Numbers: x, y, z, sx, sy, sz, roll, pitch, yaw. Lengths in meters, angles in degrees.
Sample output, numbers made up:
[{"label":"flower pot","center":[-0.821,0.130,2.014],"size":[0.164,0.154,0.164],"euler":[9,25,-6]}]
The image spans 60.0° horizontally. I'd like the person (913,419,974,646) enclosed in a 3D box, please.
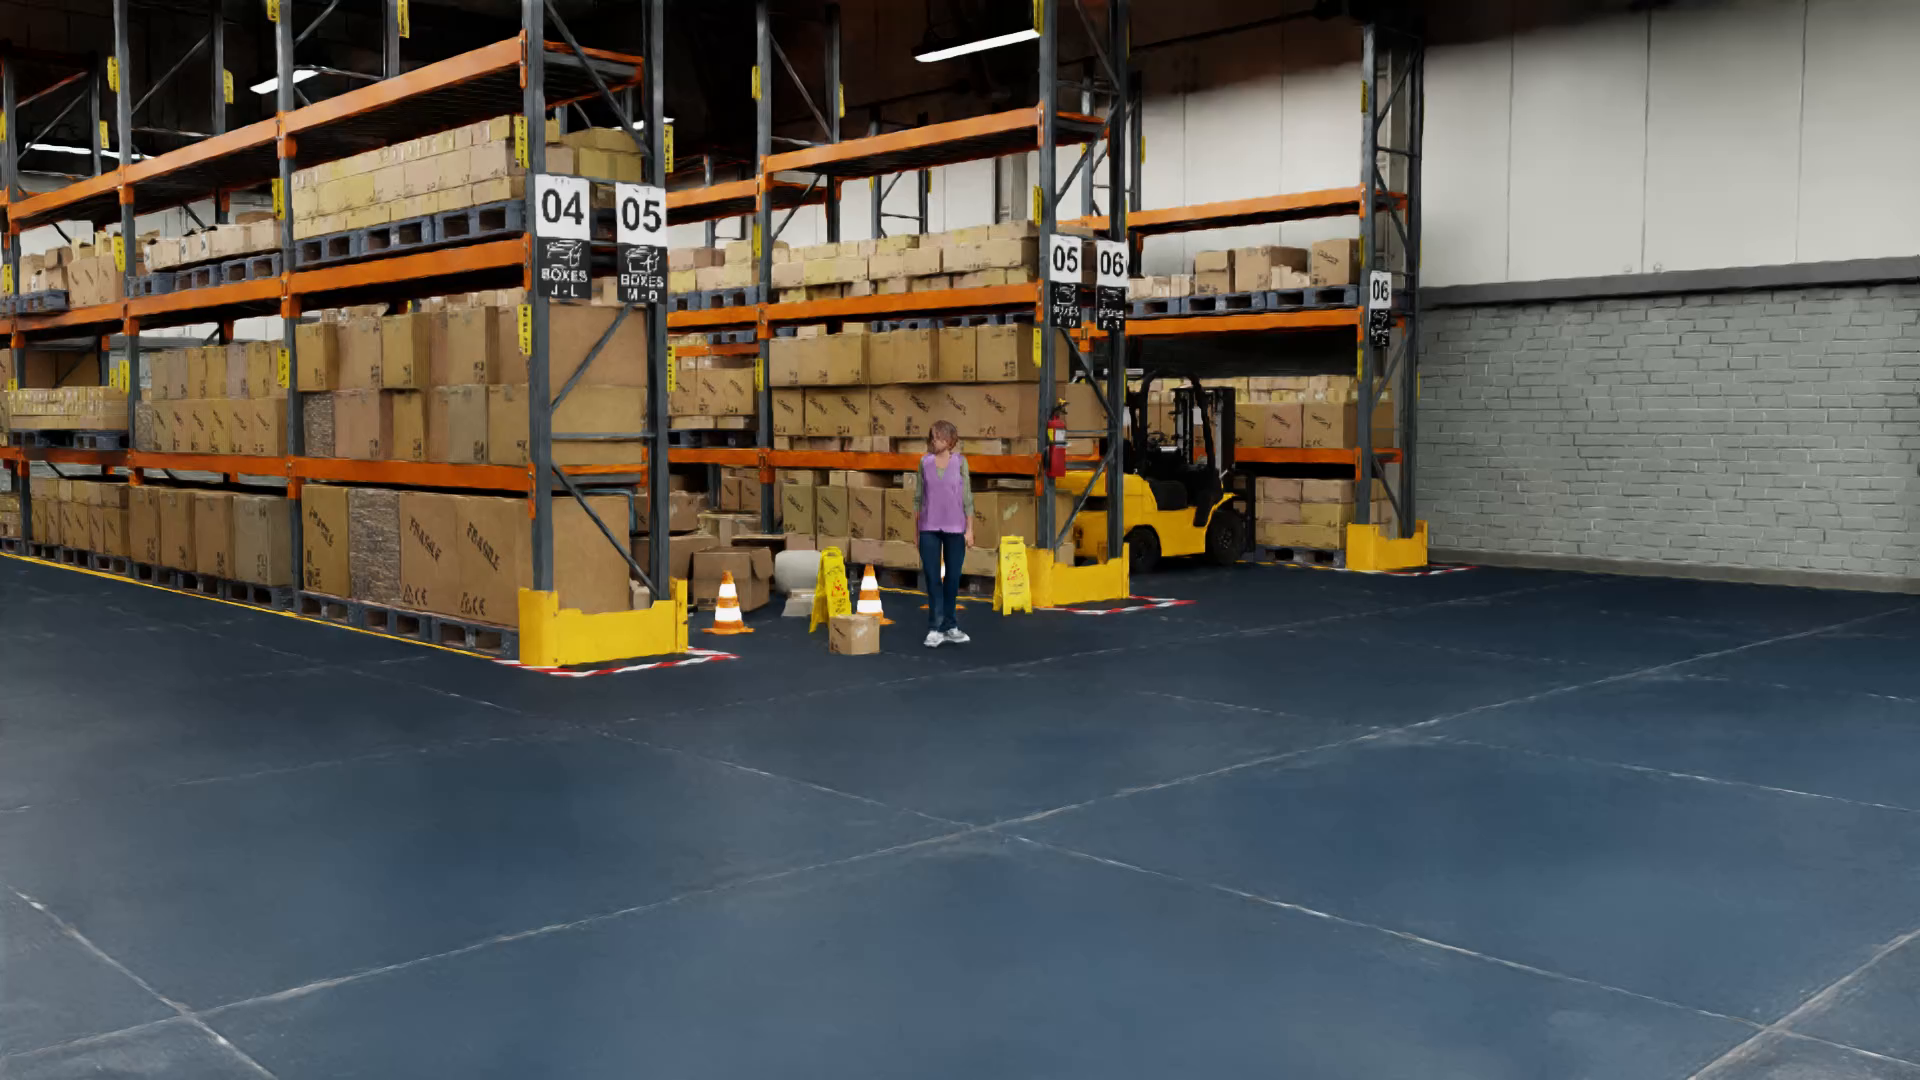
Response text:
[{"label":"person","center":[-0.116,-0.056,11.844],"size":[0.442,1.601,0.354],"euler":[0,4,4]}]
